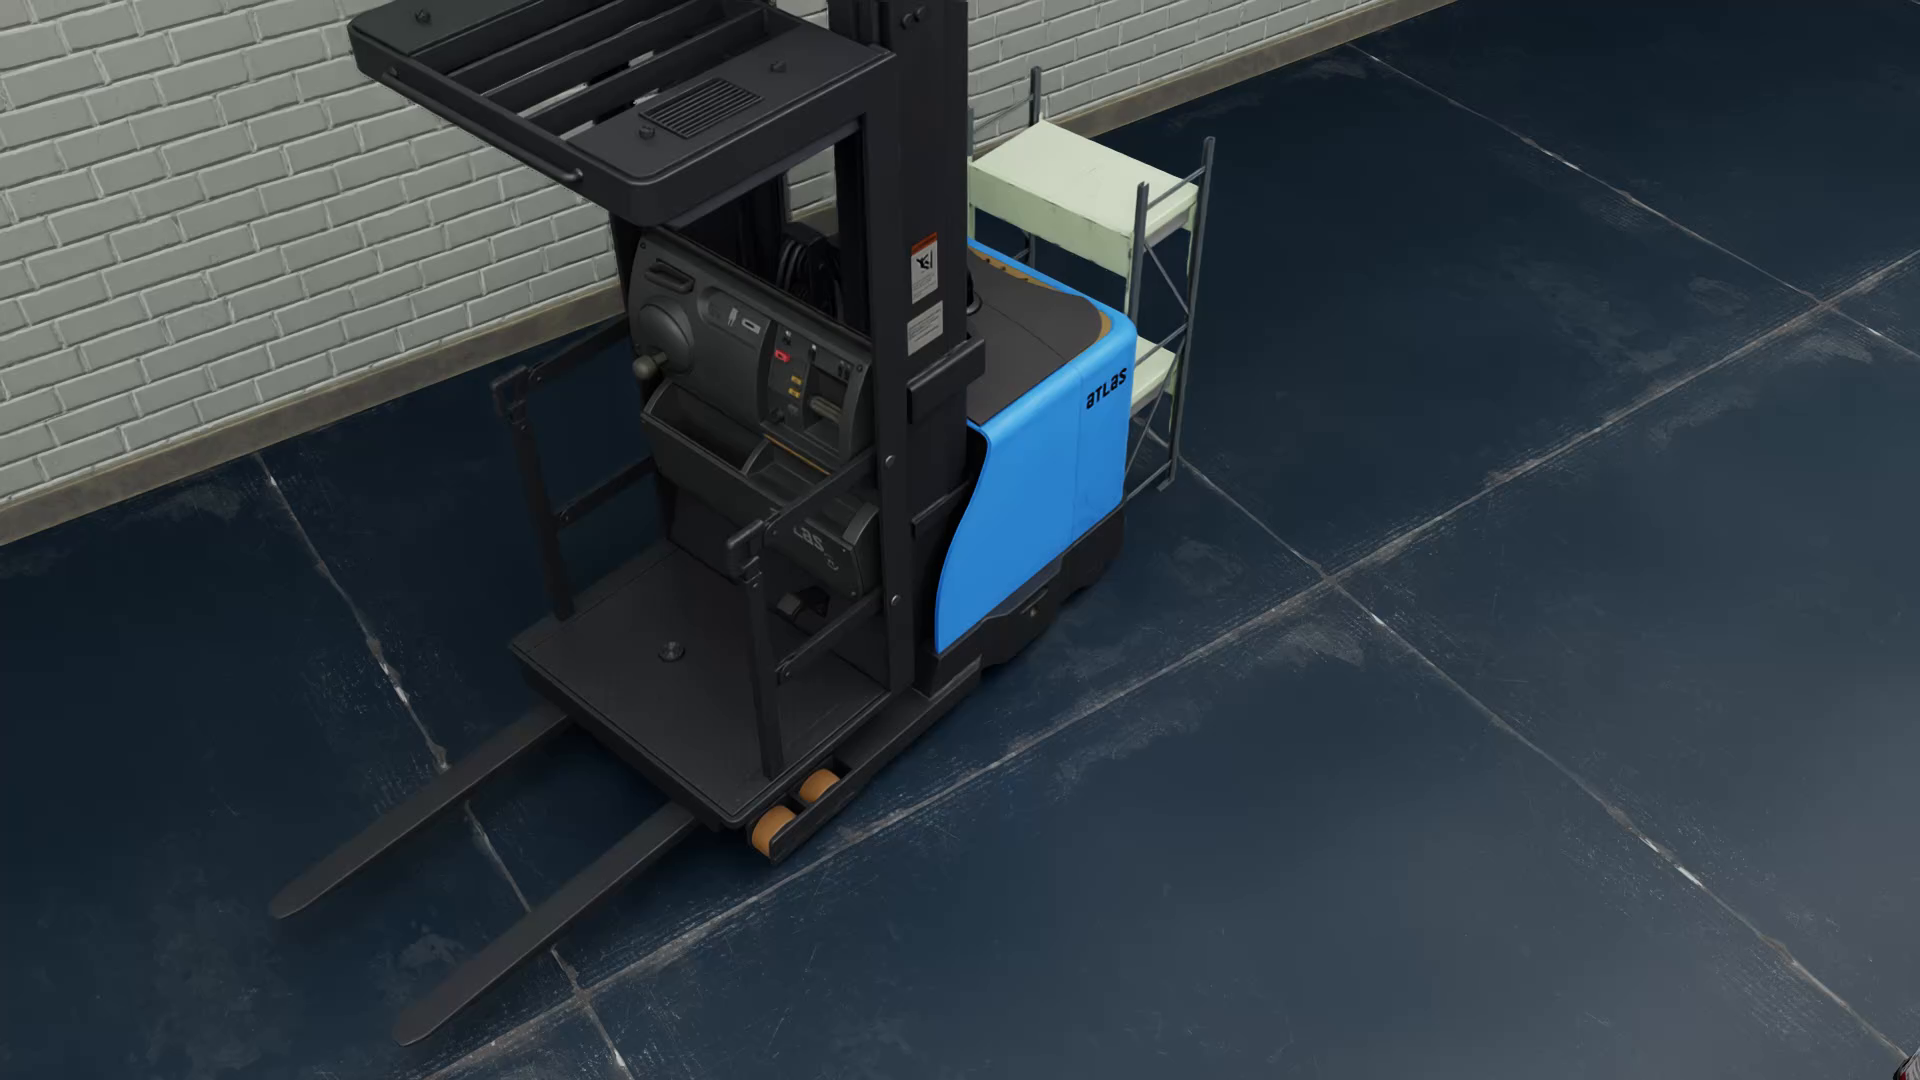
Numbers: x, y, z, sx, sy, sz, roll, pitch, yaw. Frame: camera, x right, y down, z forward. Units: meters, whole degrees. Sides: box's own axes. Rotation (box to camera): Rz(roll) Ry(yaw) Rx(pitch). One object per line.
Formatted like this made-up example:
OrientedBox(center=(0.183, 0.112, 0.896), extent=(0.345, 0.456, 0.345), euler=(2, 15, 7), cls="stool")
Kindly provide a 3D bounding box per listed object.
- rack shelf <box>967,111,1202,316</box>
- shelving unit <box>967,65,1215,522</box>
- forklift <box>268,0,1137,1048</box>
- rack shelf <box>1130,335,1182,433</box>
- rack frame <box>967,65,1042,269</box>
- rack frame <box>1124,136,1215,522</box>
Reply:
OrientedBox(center=(0.423, -1.126, 5.778), extent=(0.720, 0.370, 0.431), euler=(31, 52, 28), cls="rack shelf")
OrientedBox(center=(0.423, -0.844, 6.048), extent=(0.755, 1.500, 0.431), euler=(31, 52, 28), cls="shelving unit")
OrientedBox(center=(-0.753, -0.463, 4.612), extent=(1.130, 2.935, 3.031), euler=(31, 52, 29), cls="forklift")
OrientedBox(center=(0.423, -0.608, 6.273), extent=(0.720, 0.370, 0.431), euler=(31, 52, 28), cls="rack shelf")
OrientedBox(center=(0.146, -1.009, 6.221), extent=(0.023, 1.500, 0.400), euler=(31, 52, 28), cls="rack frame")
OrientedBox(center=(0.700, -0.678, 5.874), extent=(0.023, 1.500, 0.400), euler=(31, 52, 28), cls="rack frame")
